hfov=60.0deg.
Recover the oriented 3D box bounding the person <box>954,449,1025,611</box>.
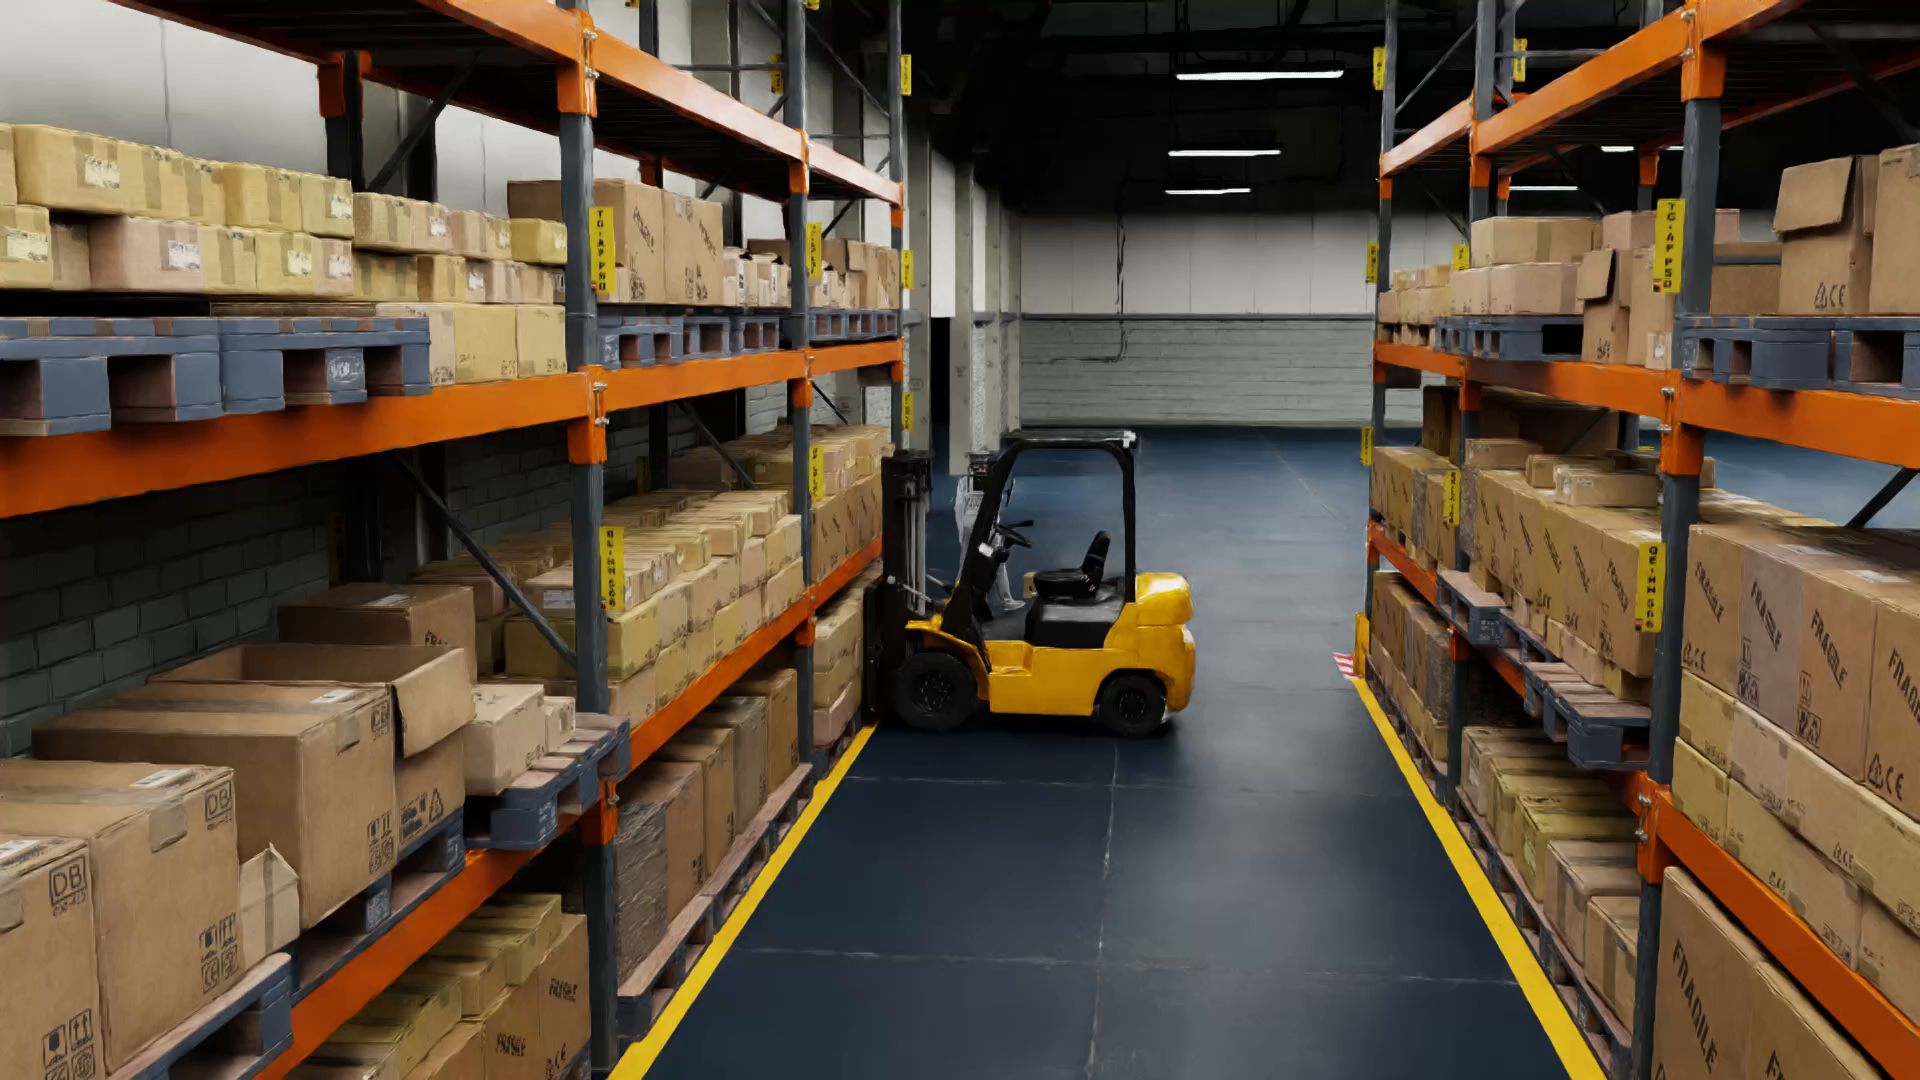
[{"bbox_3d":[0.251,-0.090,16.838,0.649,1.649,0.622,5,9,31],"label":"person"}]
